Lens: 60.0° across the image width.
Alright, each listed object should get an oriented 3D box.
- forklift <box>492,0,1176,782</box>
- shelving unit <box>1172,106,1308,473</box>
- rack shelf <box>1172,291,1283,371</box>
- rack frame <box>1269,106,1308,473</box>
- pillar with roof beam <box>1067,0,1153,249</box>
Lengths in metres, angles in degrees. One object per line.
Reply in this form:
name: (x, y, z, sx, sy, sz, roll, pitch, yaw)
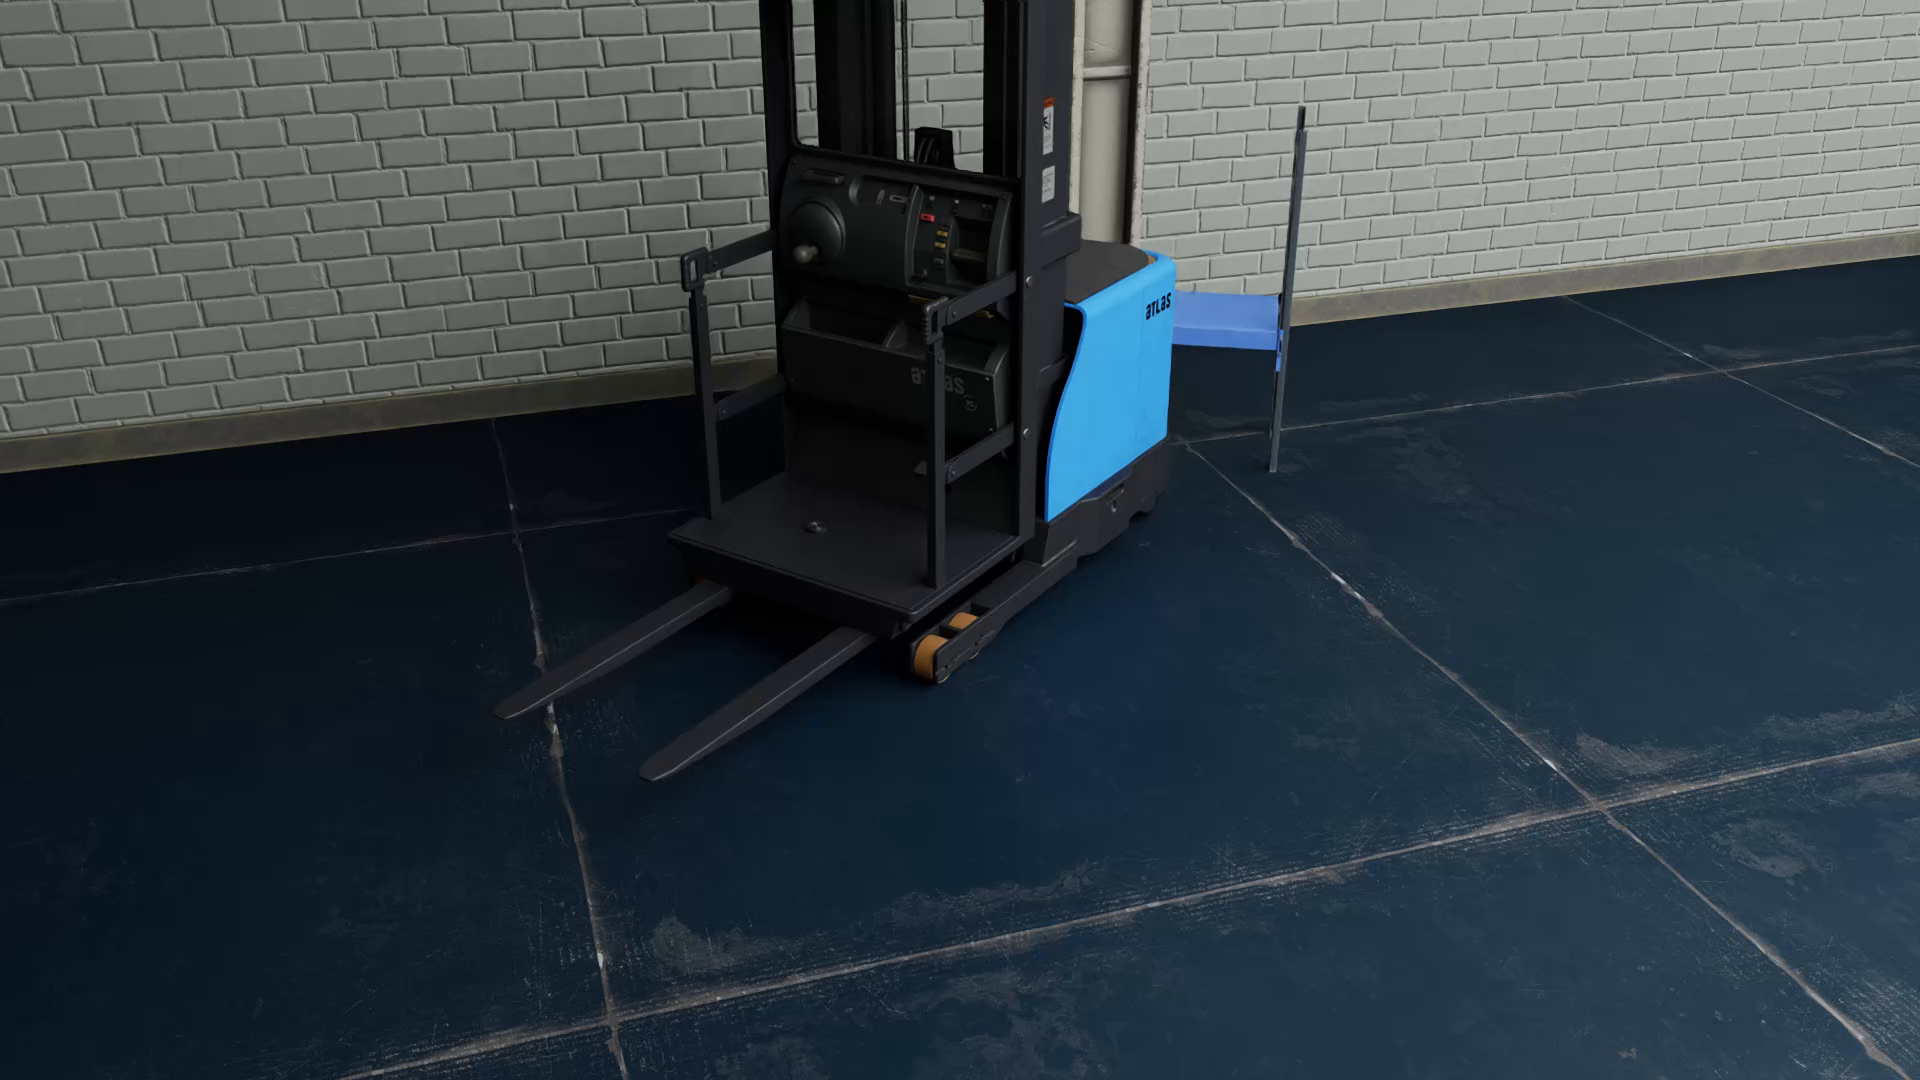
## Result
forklift: (-0.349, -1.056, 5.581, 1.130, 2.935, 3.031, 16, 31, 29)
shelving unit: (0.923, -1.117, 7.314, 1.048, 1.500, 0.538, 4, 27, 9)
rack shelf: (0.923, -0.956, 7.394, 1.000, 0.185, 0.538, 4, 27, 9)
rack frame: (1.424, -1.078, 7.236, 0.032, 1.500, 0.500, 4, 27, 9)
pillar with roof beam: (2.001, -3.158, 2.991, 0.400, 9.000, 9.100, -8, 28, -16)
